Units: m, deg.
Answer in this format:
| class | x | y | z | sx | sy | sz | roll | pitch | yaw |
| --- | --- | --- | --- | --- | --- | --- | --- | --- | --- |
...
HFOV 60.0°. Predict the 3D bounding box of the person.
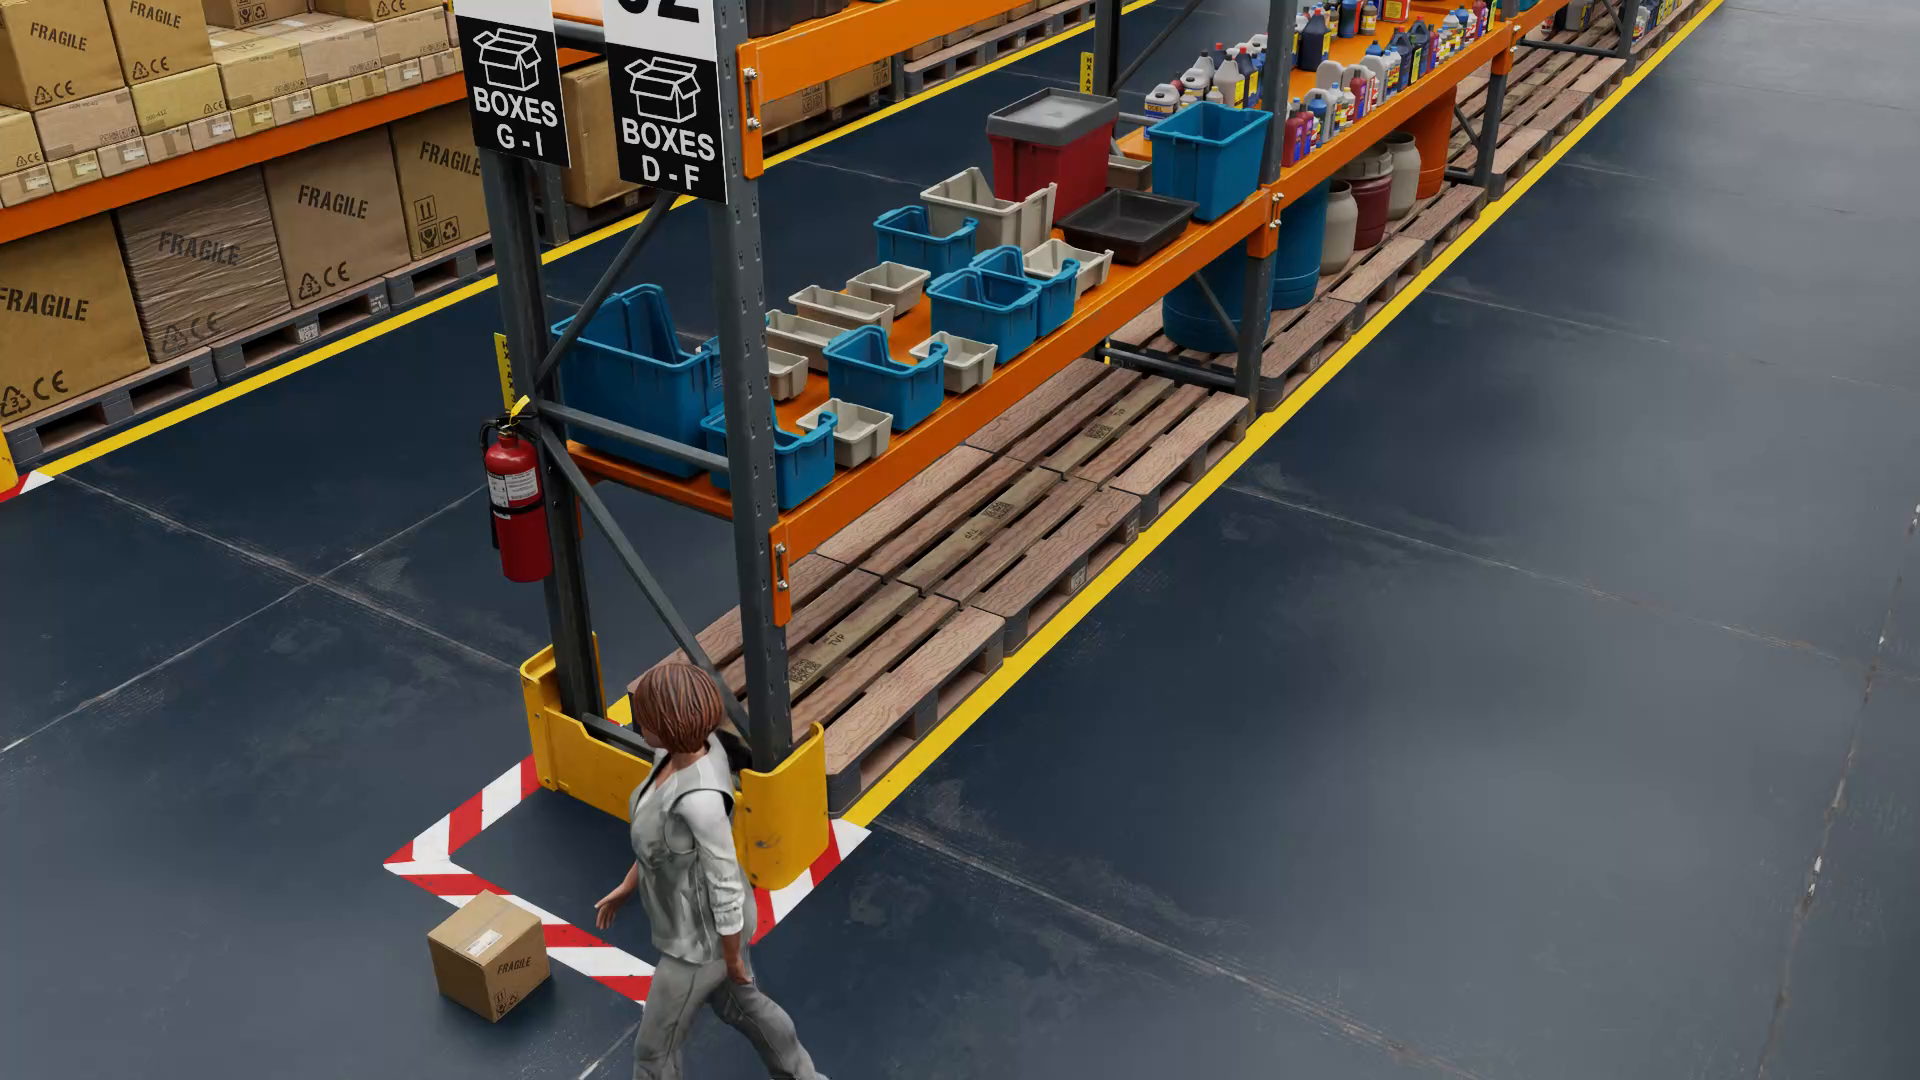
| class | x | y | z | sx | sy | sz | roll | pitch | yaw |
| --- | --- | --- | --- | --- | --- | --- | --- | --- | --- |
| person | -0.769 | 1.045 | 4.427 | 0.793 | 1.548 | 0.481 | -5 | 31 | -8 |
